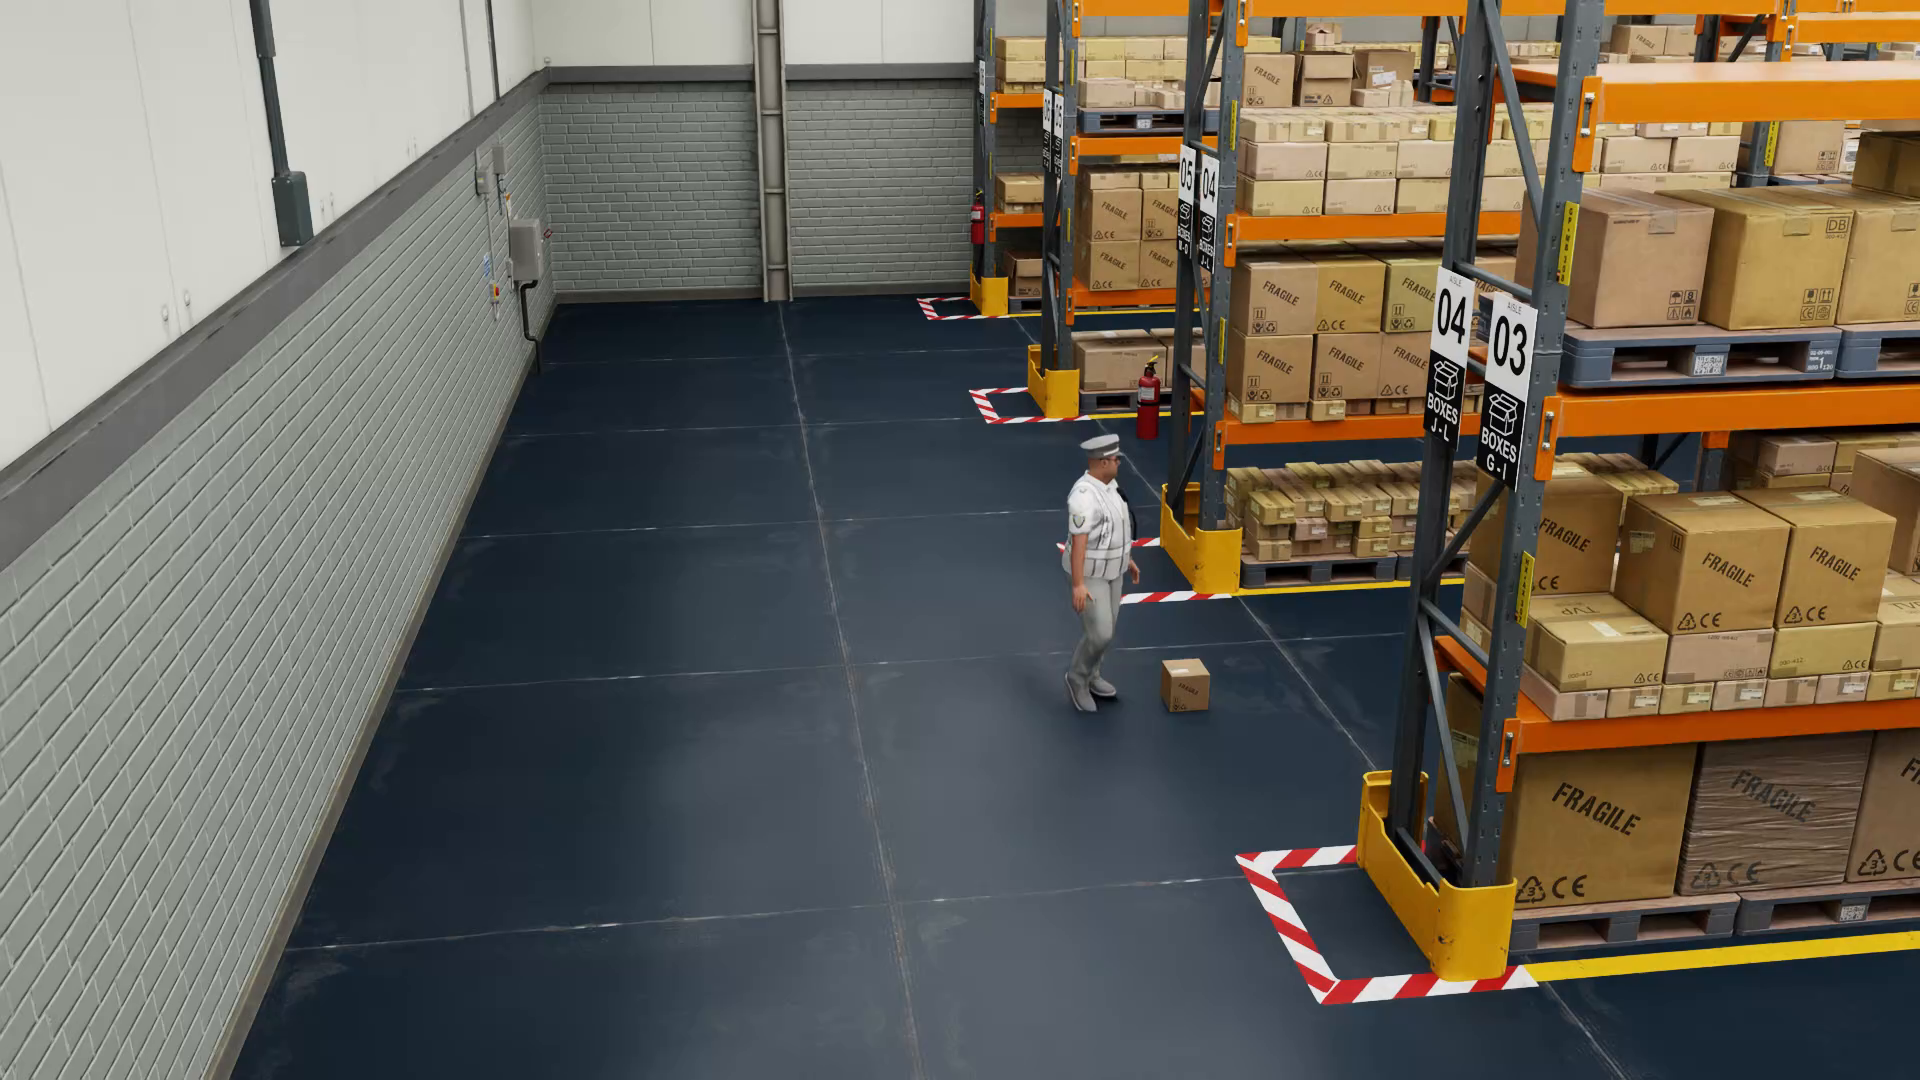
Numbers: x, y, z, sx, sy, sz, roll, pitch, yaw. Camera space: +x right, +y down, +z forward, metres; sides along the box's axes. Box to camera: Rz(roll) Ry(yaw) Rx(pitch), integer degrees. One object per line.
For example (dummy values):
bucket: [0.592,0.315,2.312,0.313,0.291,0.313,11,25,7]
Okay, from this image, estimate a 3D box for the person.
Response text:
person: [0.863,0.225,10.475,0.448,1.805,0.651,16,25,37]
